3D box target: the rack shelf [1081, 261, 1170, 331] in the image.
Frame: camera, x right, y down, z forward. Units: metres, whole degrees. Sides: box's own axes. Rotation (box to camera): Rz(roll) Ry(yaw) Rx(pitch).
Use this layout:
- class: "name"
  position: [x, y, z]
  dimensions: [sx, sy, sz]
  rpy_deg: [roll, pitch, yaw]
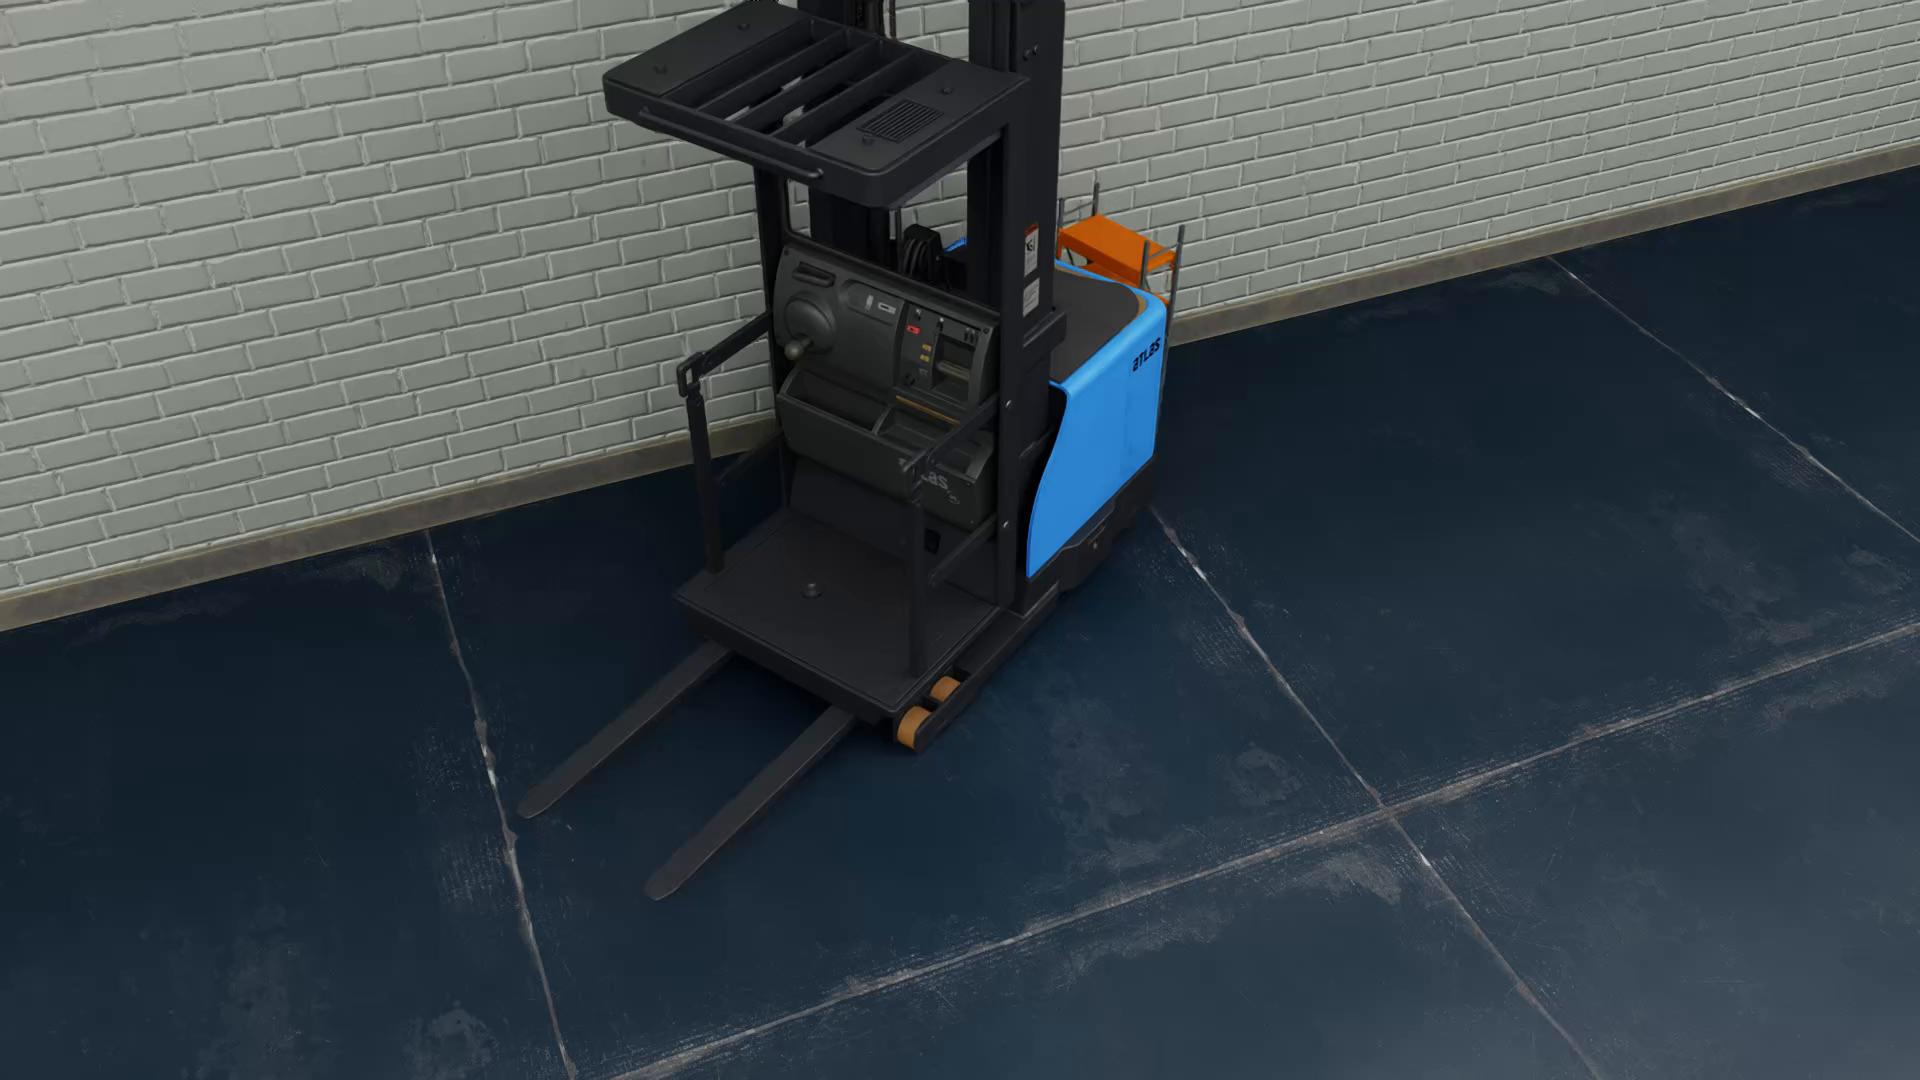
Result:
- class: "rack shelf"
  position: [0.666, -1.038, 7.288]
  dimensions: [0.258, 0.148, 0.480]
  rpy_deg: [-29, 48, -33]

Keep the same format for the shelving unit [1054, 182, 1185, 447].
- class: "shelving unit"
  position: [0.660, -0.917, 7.386]
  dimensions: [0.258, 1.200, 0.503]
  rpy_deg: [-29, 48, -33]

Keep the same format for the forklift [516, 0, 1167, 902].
- class: "forklift"
  position: [-0.405, -0.674, 5.786]
  dimensions: [1.130, 2.935, 3.031]
  rpy_deg: [25, 46, 26]

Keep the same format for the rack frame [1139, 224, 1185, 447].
- class: "rack frame"
  position: [0.826, -0.800, 7.251]
  dimensions: [0.240, 1.200, 0.015]
  rpy_deg: [-29, 48, -33]

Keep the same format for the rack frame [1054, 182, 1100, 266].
- class: "rack frame"
  position: [0.494, -1.033, 7.521]
  dimensions: [0.240, 1.200, 0.015]
  rpy_deg: [-29, 48, -33]

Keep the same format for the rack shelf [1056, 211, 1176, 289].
- class: "rack shelf"
  position: [0.674, -1.223, 7.140]
  dimensions: [0.258, 0.148, 0.480]
  rpy_deg: [-29, 48, -33]
